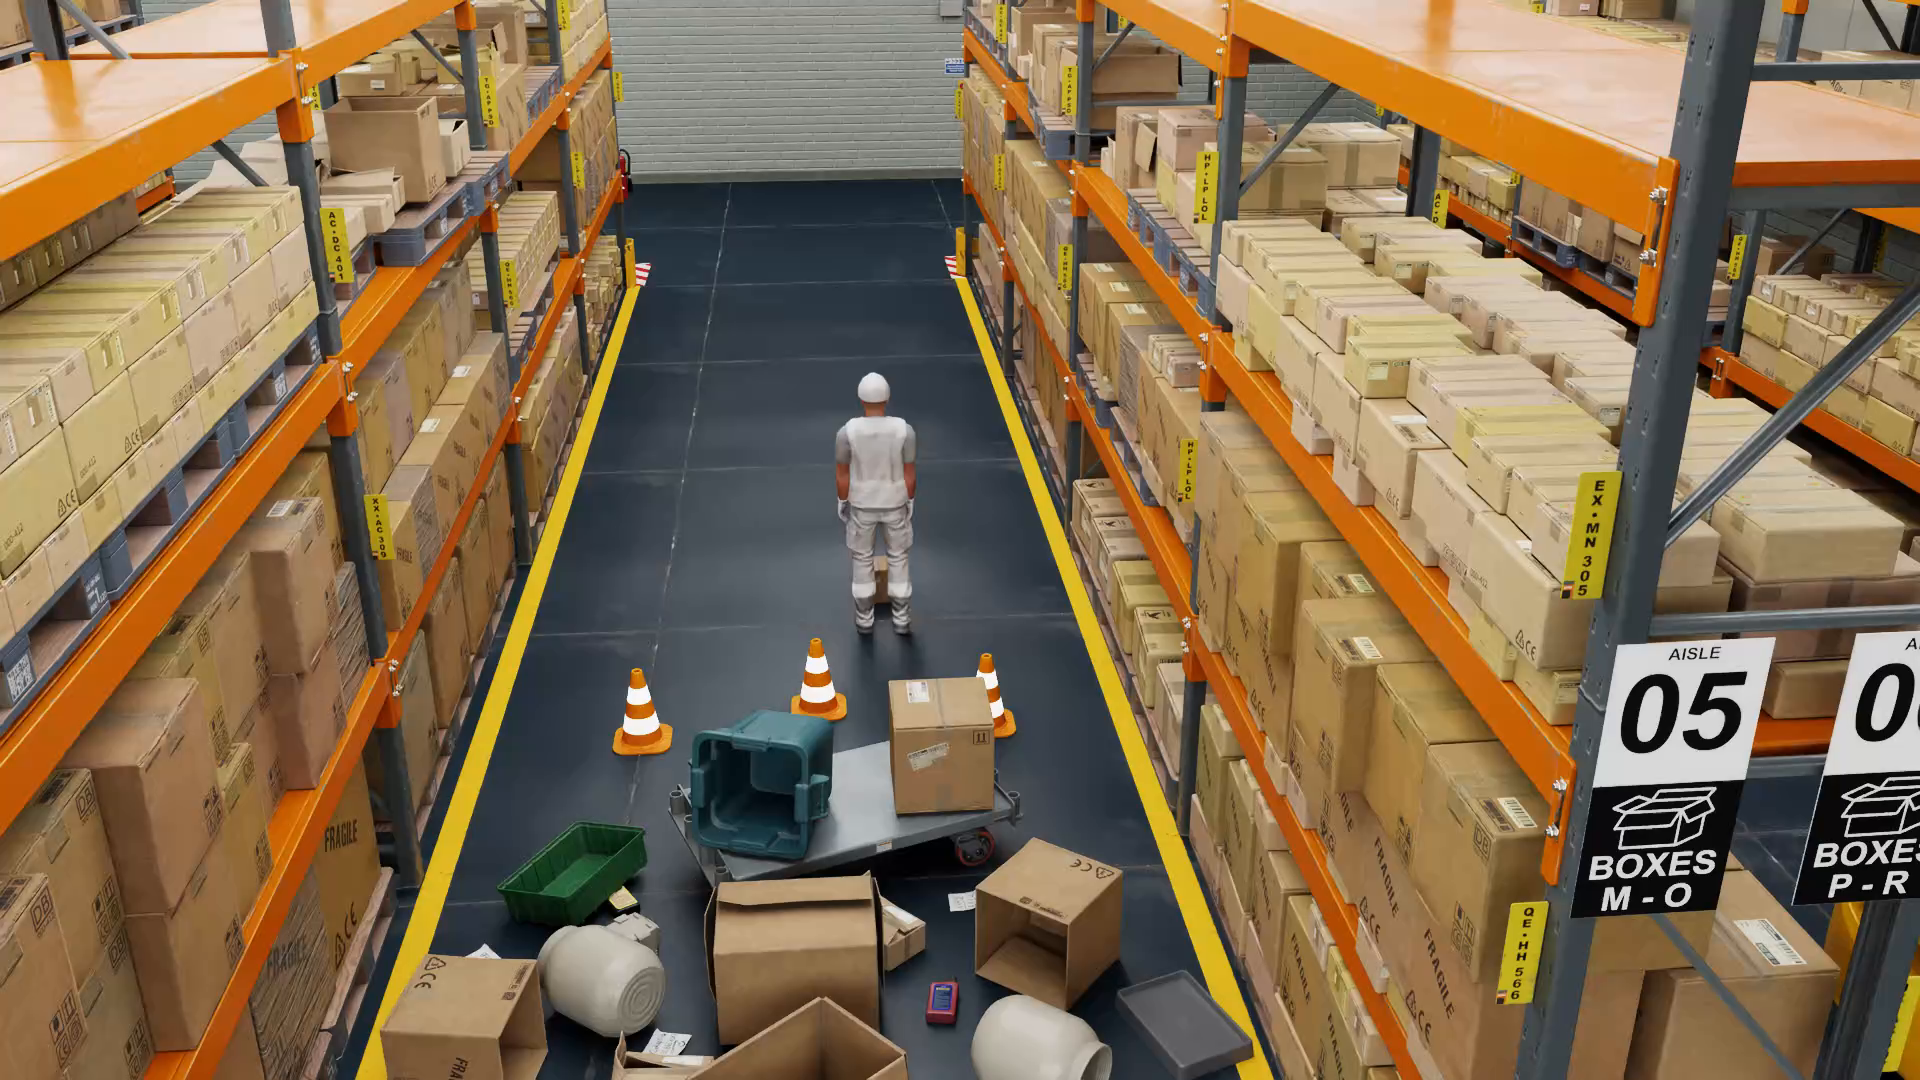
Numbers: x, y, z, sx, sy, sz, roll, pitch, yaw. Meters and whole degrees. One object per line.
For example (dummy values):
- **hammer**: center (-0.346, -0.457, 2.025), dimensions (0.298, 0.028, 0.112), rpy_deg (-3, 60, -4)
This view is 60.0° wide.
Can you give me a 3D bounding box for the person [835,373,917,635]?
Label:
- **person**: center (-0.542, -0.229, 10.849), dimensions (0.524, 1.800, 0.341), rpy_deg (-2, 24, -4)
